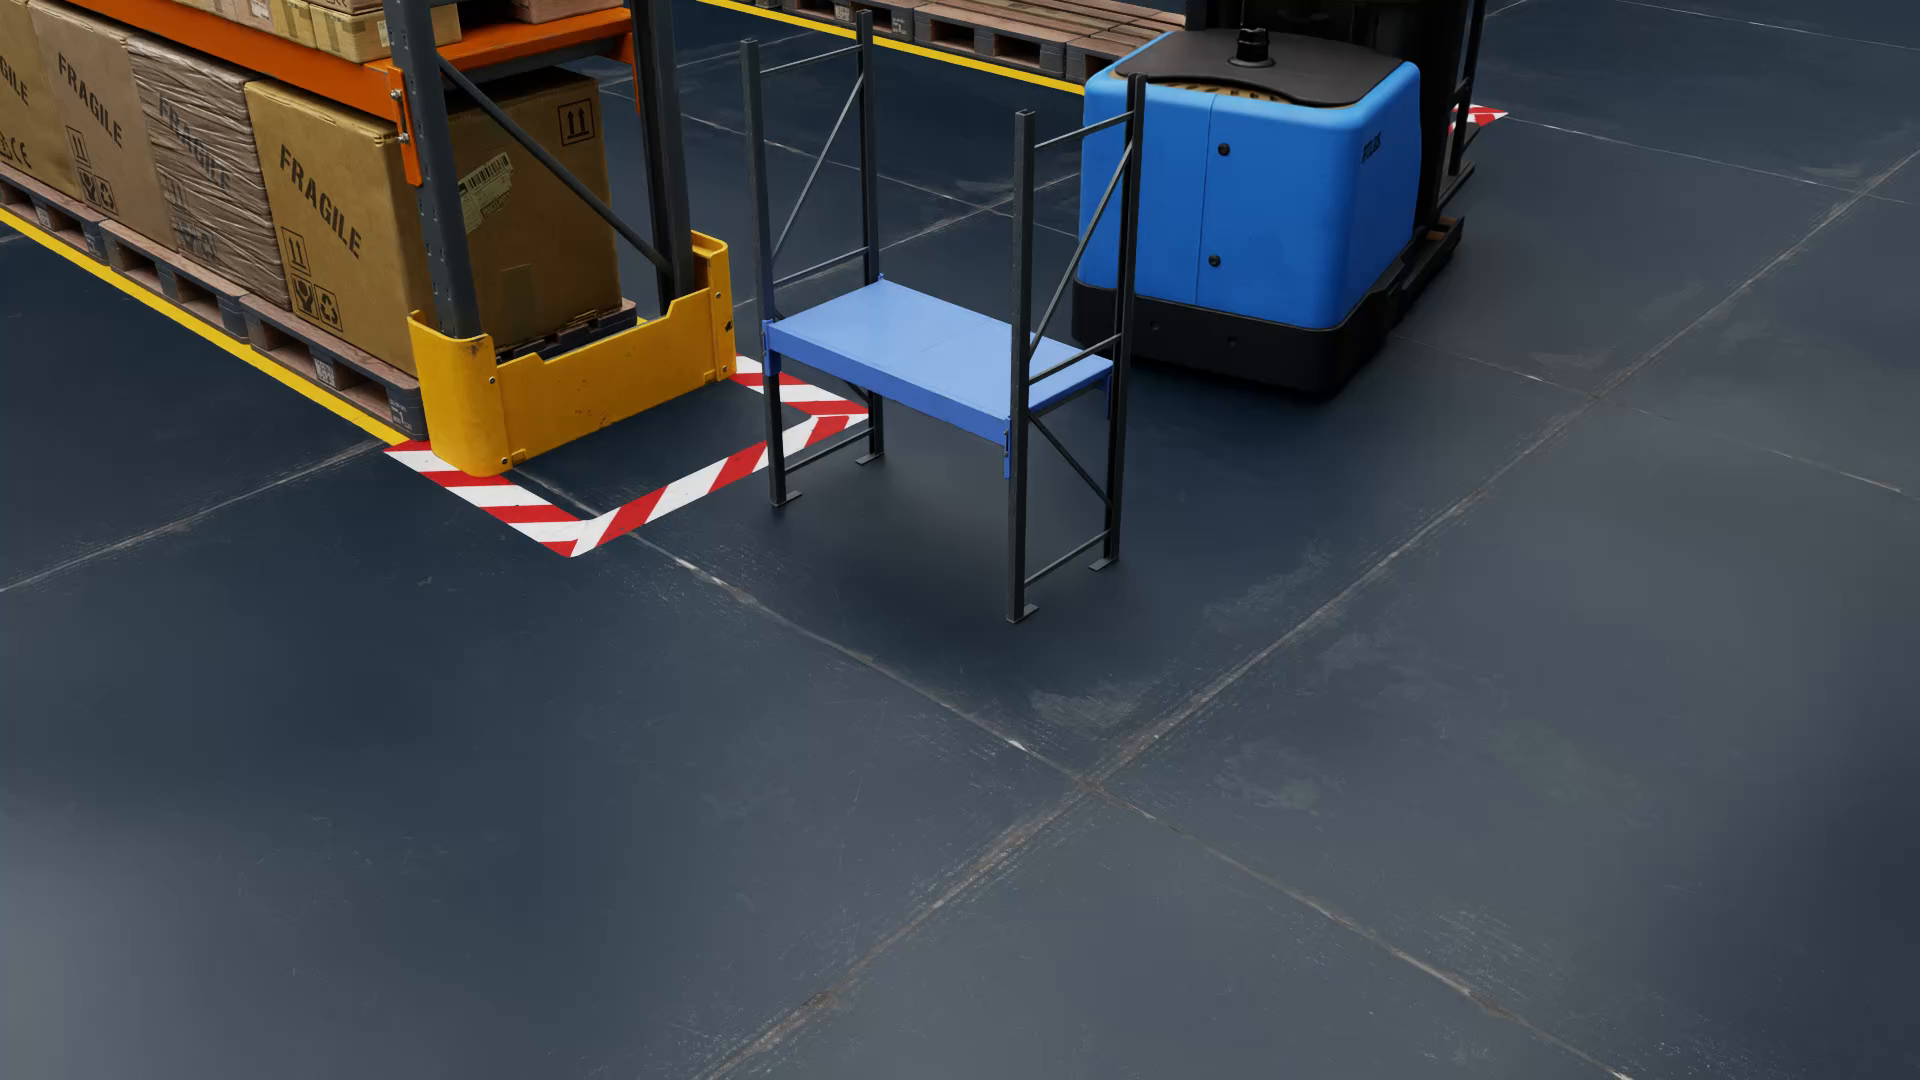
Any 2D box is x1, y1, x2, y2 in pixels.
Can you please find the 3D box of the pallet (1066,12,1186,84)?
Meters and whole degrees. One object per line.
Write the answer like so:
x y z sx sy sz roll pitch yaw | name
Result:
1.381 -2.772 9.649 1.213 0.211 1.003 25 39 35 | pallet

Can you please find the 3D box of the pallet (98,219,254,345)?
-2.903 -1.246 7.116 1.213 0.211 1.003 25 39 35 | pallet

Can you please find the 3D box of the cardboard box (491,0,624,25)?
-1.399 -1.913 5.764 0.250 0.149 0.380 26 39 36 | cardboard box

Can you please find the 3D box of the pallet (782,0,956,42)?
-0.428 -3.616 11.052 1.213 0.211 1.003 25 39 35 | pallet

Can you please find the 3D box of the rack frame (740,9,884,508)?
-0.440 -0.848 5.204 0.032 1.500 0.500 25 39 35 | rack frame

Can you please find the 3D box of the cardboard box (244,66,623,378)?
-1.885 -1.233 6.042 0.875 0.875 0.875 25 39 35 | cardboard box

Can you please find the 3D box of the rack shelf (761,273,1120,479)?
-0.063 -0.518 5.005 1.000 0.185 0.538 25 39 35 | rack shelf

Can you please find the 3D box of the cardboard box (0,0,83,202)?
-3.887 -2.167 7.594 0.875 0.875 0.875 25 39 35 | cardboard box

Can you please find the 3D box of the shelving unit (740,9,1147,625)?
-0.063 -0.672 4.912 1.048 1.500 0.538 25 39 35 | shelving unit

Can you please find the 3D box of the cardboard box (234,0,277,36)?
-2.222 -1.839 5.640 0.250 0.149 0.380 25 39 35 | cardboard box

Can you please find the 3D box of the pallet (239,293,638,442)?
-2.002 -0.824 6.414 1.213 0.211 1.003 25 39 35 | pallet

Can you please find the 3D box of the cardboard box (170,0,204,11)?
-2.600 -2.015 5.932 0.250 0.149 0.380 24 39 34 | cardboard box

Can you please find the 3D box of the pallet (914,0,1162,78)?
0.481 -3.194 10.351 1.213 0.211 1.003 25 39 35 | pallet

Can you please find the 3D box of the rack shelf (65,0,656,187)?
-2.840 -2.156 6.621 4.000 0.370 1.077 25 39 35 | rack shelf

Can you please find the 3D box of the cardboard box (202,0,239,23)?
-2.407 -1.925 5.784 0.250 0.149 0.380 26 40 36 | cardboard box

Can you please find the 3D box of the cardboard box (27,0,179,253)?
-3.220 -1.856 7.077 0.875 0.875 0.875 25 39 35 | cardboard box

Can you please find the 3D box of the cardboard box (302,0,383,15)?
-1.895 -1.901 5.357 0.500 0.250 0.500 24 39 34 | cardboard box

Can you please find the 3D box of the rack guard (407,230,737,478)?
-1.339 -0.693 5.916 0.348 0.500 1.175 25 39 35 | rack guard

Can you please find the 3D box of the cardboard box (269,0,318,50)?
-2.036 -1.751 5.494 0.250 0.149 0.380 25 39 36 | cardboard box

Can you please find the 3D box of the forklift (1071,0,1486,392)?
1.568 -2.525 6.602 1.130 2.935 3.031 15 34 24 | forklift

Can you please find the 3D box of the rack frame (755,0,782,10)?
-0.999 -5.050 10.731 0.127 3.000 1.000 25 39 35 | rack frame

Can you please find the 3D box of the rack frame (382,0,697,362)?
-1.357 -1.772 5.285 0.127 3.000 1.000 25 39 35 | rack frame

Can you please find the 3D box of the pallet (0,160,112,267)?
-3.812 -1.669 7.817 1.213 0.211 1.003 25 39 35 | pallet

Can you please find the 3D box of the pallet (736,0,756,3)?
-1.543 -4.139 11.920 1.213 0.211 1.003 25 39 35 | pallet

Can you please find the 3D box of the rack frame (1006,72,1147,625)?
0.314 -0.496 4.620 0.032 1.500 0.500 25 39 35 | rack frame

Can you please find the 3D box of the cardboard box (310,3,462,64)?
-1.842 -1.662 5.346 0.250 0.149 0.380 26 40 36 | cardboard box

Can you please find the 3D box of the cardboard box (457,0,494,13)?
-1.590 -2.002 5.910 0.250 0.149 0.380 24 39 34 | cardboard box

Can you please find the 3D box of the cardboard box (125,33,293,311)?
-2.560 -1.547 6.565 0.875 0.875 0.875 25 39 35 | cardboard box
